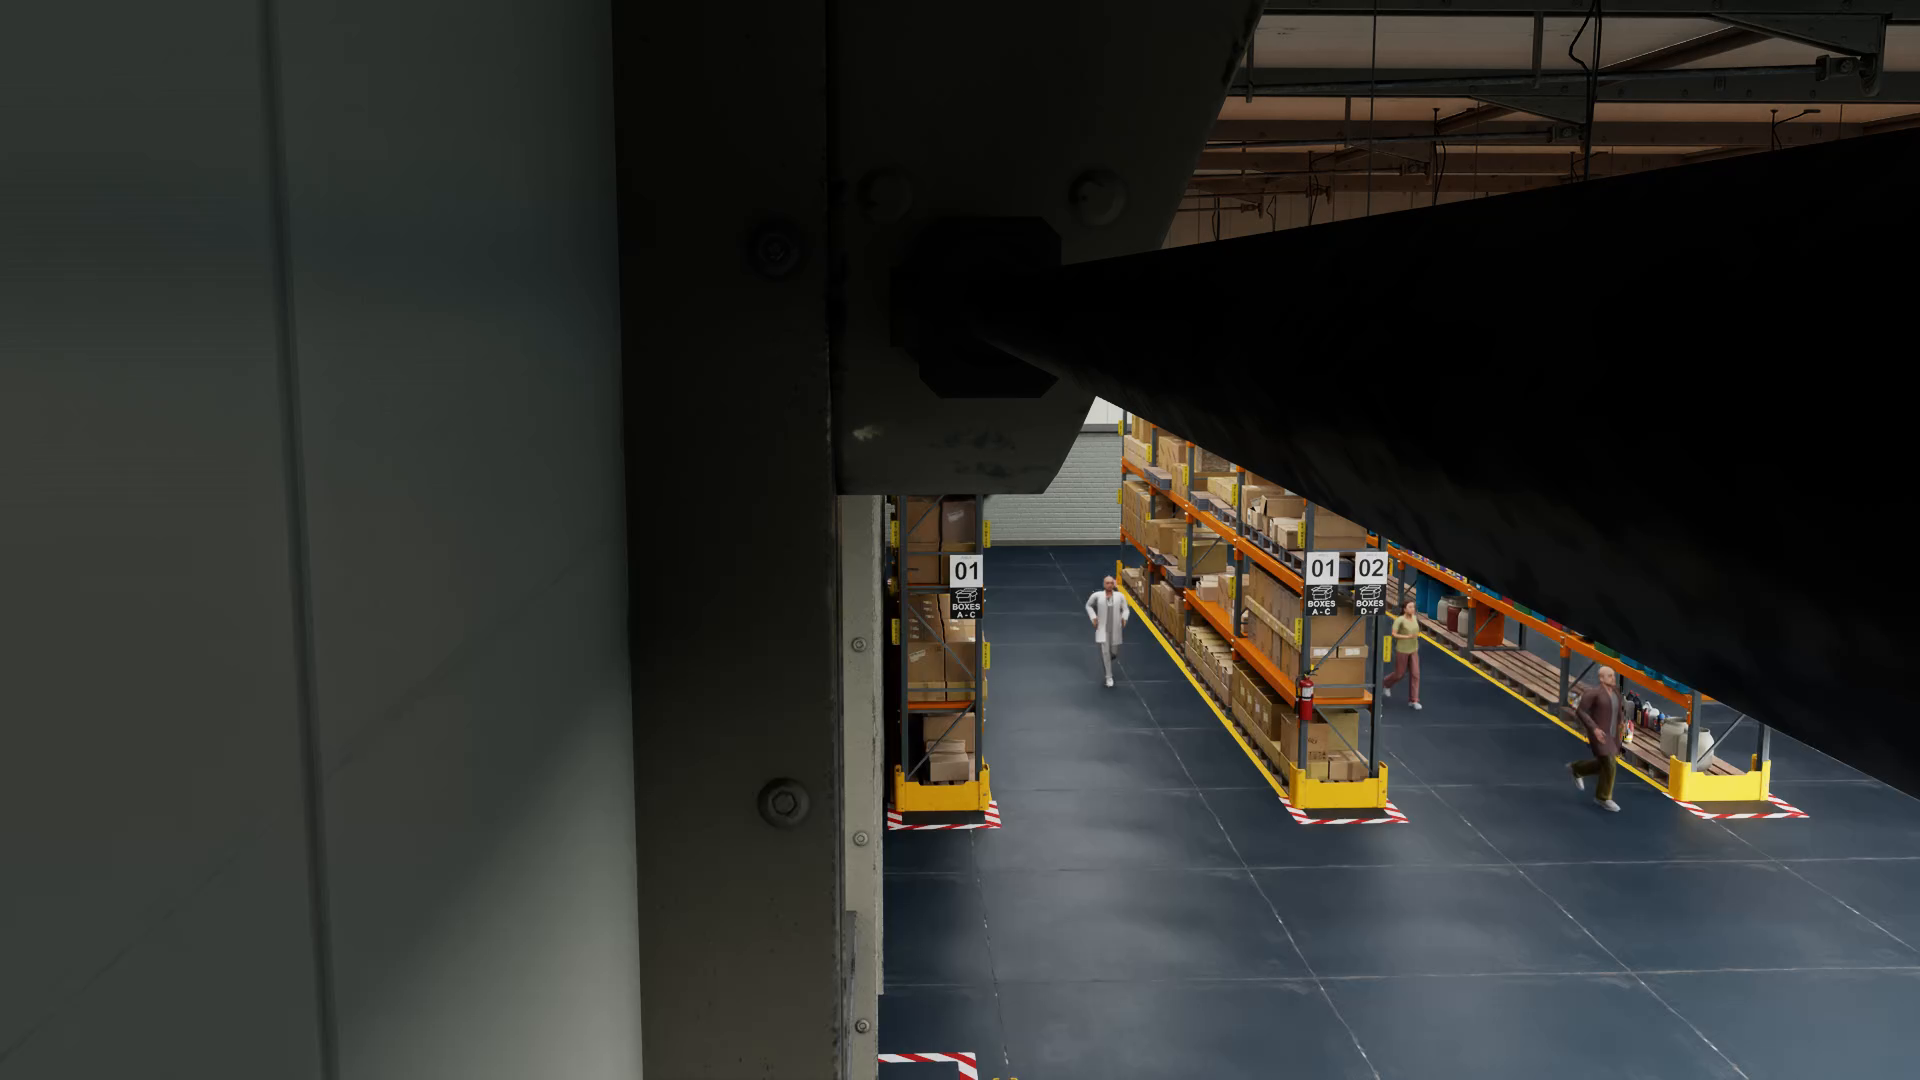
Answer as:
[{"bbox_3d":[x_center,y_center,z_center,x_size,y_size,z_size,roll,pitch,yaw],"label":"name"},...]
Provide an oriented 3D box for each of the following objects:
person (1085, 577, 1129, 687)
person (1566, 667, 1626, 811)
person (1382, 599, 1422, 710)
[{"bbox_3d":[2.418,1.468,27.266,0.711,1.764,0.880,0,8,-3],"label":"person"},{"bbox_3d":[7.934,2.427,20.735,0.711,1.788,0.820,-5,10,-32],"label":"person"},{"bbox_3d":[6.857,1.720,25.641,0.593,1.655,0.904,-4,9,-23],"label":"person"}]
